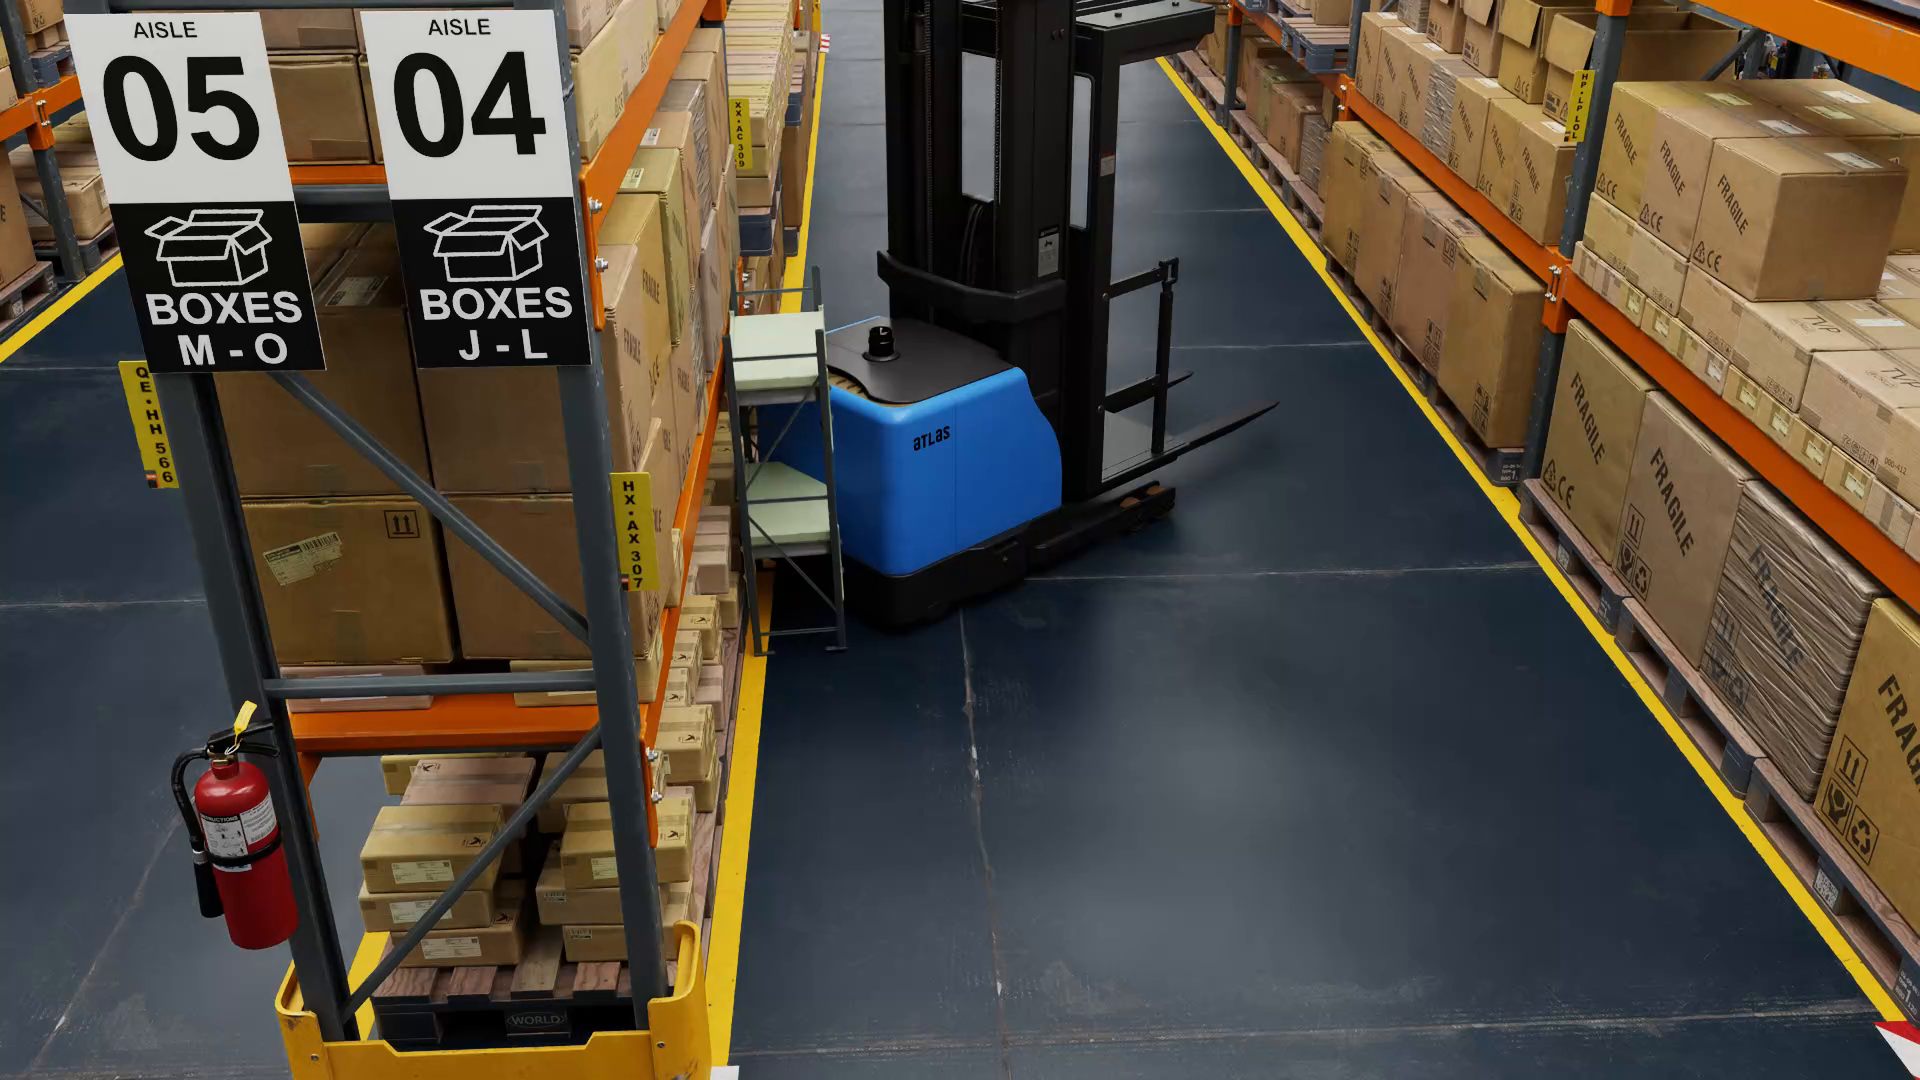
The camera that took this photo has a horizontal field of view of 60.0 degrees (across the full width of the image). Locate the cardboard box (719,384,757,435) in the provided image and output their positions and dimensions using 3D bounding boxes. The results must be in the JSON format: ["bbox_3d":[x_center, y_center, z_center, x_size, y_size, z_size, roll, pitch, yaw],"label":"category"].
[{"bbox_3d":[-1.328,-0.893,8.968,0.500,0.500,0.500,0,28,-1],"label":"cardboard box"}]

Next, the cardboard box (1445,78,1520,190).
[{"bbox_3d":[3.054,-2.265,9.240,0.500,0.500,0.500,-2,28,-3],"label":"cardboard box"}]

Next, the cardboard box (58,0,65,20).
[{"bbox_3d":[-6.528,-3.965,11.725,0.500,0.500,0.500,0,28,0],"label":"cardboard box"}]

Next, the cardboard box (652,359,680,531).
[{"bbox_3d":[-1.147,-0.257,5.070,0.500,0.500,0.500,-1,28,-3],"label":"cardboard box"}]

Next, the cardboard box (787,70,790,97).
[{"bbox_3d":[-1.244,-2.825,10.240,0.380,0.149,0.250,-2,28,-3],"label":"cardboard box"}]

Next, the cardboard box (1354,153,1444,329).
[{"bbox_3d":[3.249,-1.901,10.495,1.225,0.875,0.875,-1,28,-2],"label":"cardboard box"}]

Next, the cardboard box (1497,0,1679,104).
[{"bbox_3d":[3.338,-2.642,8.879,0.797,0.503,0.637,-1,28,-2],"label":"cardboard box"}]

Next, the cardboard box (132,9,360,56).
[{"bbox_3d":[-1.624,-1.312,3.901,0.500,0.250,0.500,-2,28,-4],"label":"cardboard box"}]

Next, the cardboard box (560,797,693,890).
[{"bbox_3d":[-1.034,0.943,5.183,0.380,0.149,0.250,-3,28,-5],"label":"cardboard box"}]

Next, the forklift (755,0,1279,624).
[{"bbox_3d":[0.454,-1.501,7.958,3.031,2.935,1.130,-24,36,-38],"label":"forklift"}]

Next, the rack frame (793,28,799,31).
[{"bbox_3d":[-1.972,-5.162,14.904,1.000,3.000,0.127,-1,28,-3],"label":"rack frame"}]

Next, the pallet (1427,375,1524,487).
[{"bbox_3d":[3.288,-0.659,9.286,1.003,0.211,1.213,-1,28,-3],"label":"pallet"}]

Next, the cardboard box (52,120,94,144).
[{"bbox_3d":[-6.801,-3.122,13.380,0.950,0.372,0.625,0,28,-1],"label":"cardboard box"}]

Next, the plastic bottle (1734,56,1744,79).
[{"bbox_3d":[7.578,-4.560,16.211,0.061,0.283,0.133,0,28,0],"label":"plastic bottle"}]

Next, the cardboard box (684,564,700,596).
[{"bbox_3d":[-1.231,0.222,6.566,0.380,0.149,0.250,-1,28,-3],"label":"cardboard box"}]

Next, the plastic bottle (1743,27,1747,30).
[{"bbox_3d":[8.282,-5.302,17.634,0.061,0.283,0.133,-1,28,-1],"label":"plastic bottle"}]

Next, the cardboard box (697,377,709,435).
[{"bbox_3d":[-1.152,-0.510,6.256,0.380,0.149,0.250,-1,28,-2],"label":"cardboard box"}]

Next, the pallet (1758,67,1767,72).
[{"bbox_3d":[7.872,-4.995,17.598,1.003,0.211,1.213,-1,28,-3],"label":"pallet"}]

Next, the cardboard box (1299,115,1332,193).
[{"bbox_3d":[3.098,-3.040,13.062,0.700,0.500,0.500,-4,28,-7],"label":"cardboard box"}]

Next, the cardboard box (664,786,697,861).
[{"bbox_3d":[-1.075,0.949,5.493,0.380,0.149,0.250,-2,28,-3],"label":"cardboard box"}]

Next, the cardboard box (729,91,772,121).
[{"bbox_3d":[-1.136,-2.128,8.261,0.380,0.149,0.250,-1,28,-1],"label":"cardboard box"}]

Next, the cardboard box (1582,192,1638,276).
[{"bbox_3d":[3.167,-1.383,7.499,0.500,0.250,0.500,-2,28,-4],"label":"cardboard box"}]

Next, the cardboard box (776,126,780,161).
[{"bbox_3d":[-1.157,-2.095,8.841,0.380,0.149,0.250,-1,28,-2],"label":"cardboard box"}]

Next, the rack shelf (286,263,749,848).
[{"bbox_3d":[-1.450,-0.225,6.216,1.077,0.370,4.000,-1,28,-3],"label":"rack shelf"}]

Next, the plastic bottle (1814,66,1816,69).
[{"bbox_3d":[8.343,-4.561,16.302,0.097,0.201,0.097,0,28,0],"label":"plastic bottle"}]

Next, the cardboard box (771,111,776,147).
[{"bbox_3d":[-1.145,-2.106,8.541,0.380,0.149,0.250,-1,28,-1],"label":"cardboard box"}]

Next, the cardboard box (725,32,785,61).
[{"bbox_3d":[-1.215,-2.841,9.628,0.380,0.149,0.250,0,28,0],"label":"cardboard box"}]

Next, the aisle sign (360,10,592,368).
[{"bbox_3d":[-1.042,-0.747,3.627,0.394,0.787,0.004,-1,28,-3],"label":"aisle sign"}]

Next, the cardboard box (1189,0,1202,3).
[{"bbox_3d":[2.793,-5.872,18.514,0.500,0.500,0.500,4,28,7],"label":"cardboard box"}]

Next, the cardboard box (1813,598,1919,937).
[{"bbox_3d":[3.500,0.768,5.376,0.875,0.875,0.875,-1,28,-3],"label":"cardboard box"}]

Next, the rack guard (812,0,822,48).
[{"bbox_3d":[-2.182,-5.912,19.045,1.175,0.500,0.348,-1,28,-3],"label":"rack guard"}]

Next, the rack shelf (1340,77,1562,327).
[{"bbox_3d":[3.300,-2.146,9.898,1.077,0.370,4.000,-1,28,-3],"label":"rack shelf"}]

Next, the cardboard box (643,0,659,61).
[{"bbox_3d":[-1.177,-1.579,4.951,0.500,0.250,0.500,-2,28,-4],"label":"cardboard box"}]

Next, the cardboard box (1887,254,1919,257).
[{"bbox_3d":[3.719,-1.170,7.090,0.500,0.250,0.500,-1,28,-1],"label":"cardboard box"}]

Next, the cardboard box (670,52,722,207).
[{"bbox_3d":[-1.228,-1.638,6.637,0.500,0.500,0.500,-2,28,-4],"label":"cardboard box"}]

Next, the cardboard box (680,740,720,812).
[{"bbox_3d":[-1.072,0.853,5.999,0.380,0.149,0.250,-1,28,-2],"label":"cardboard box"}]

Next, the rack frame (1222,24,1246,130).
[{"bbox_3d":[2.986,-5.236,15.045,1.000,3.000,0.127,-1,28,-3],"label":"rack frame"}]

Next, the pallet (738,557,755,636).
[{"bbox_3d":[-1.484,0.078,7.873,1.003,0.211,1.213,-1,28,-3],"label":"pallet"}]

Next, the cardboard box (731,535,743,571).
[{"bbox_3d":[-1.185,0.025,7.587,0.380,0.149,0.250,-2,28,-4],"label":"cardboard box"}]

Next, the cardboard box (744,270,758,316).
[{"bbox_3d":[-1.329,-1.226,8.795,0.500,0.250,0.500,-3,28,-5],"label":"cardboard box"}]

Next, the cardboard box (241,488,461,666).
[{"bbox_3d":[-1.626,0.002,4.573,0.500,0.500,0.500,-1,28,-2],"label":"cardboard box"}]

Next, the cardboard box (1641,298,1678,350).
[{"bbox_3d":[3.131,-0.921,7.043,0.380,0.149,0.250,-2,28,-4],"label":"cardboard box"}]

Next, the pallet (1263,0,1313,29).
[{"bbox_3d":[3.051,-4.216,13.298,1.003,0.211,1.213,-1,28,-3],"label":"pallet"}]

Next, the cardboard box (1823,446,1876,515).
[{"bbox_3d":[3.211,-0.211,5.682,0.380,0.149,0.250,-2,28,-4],"label":"cardboard box"}]

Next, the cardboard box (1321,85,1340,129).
[{"bbox_3d":[3.092,-3.361,12.867,0.500,0.250,0.500,2,28,3],"label":"cardboard box"}]

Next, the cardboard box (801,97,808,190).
[{"bbox_3d":[-1.754,-3.191,13.103,1.050,0.750,0.750,-1,28,-2],"label":"cardboard box"}]

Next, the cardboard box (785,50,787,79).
[{"bbox_3d":[-1.228,-2.829,9.927,0.380,0.149,0.250,-2,28,-3],"label":"cardboard box"}]

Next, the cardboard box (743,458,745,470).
[{"bbox_3d":[-1.194,-0.260,7.811,0.380,0.149,0.250,-3,28,-5],"label":"cardboard box"}]

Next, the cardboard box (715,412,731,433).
[{"bbox_3d":[-1.276,-0.496,7.942,0.380,0.149,0.250,-1,28,-1],"label":"cardboard box"}]

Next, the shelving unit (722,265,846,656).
[{"bbox_3d":[-0.754,-0.342,7.237,0.431,1.500,0.755,-4,30,-4],"label":"shelving unit"}]
